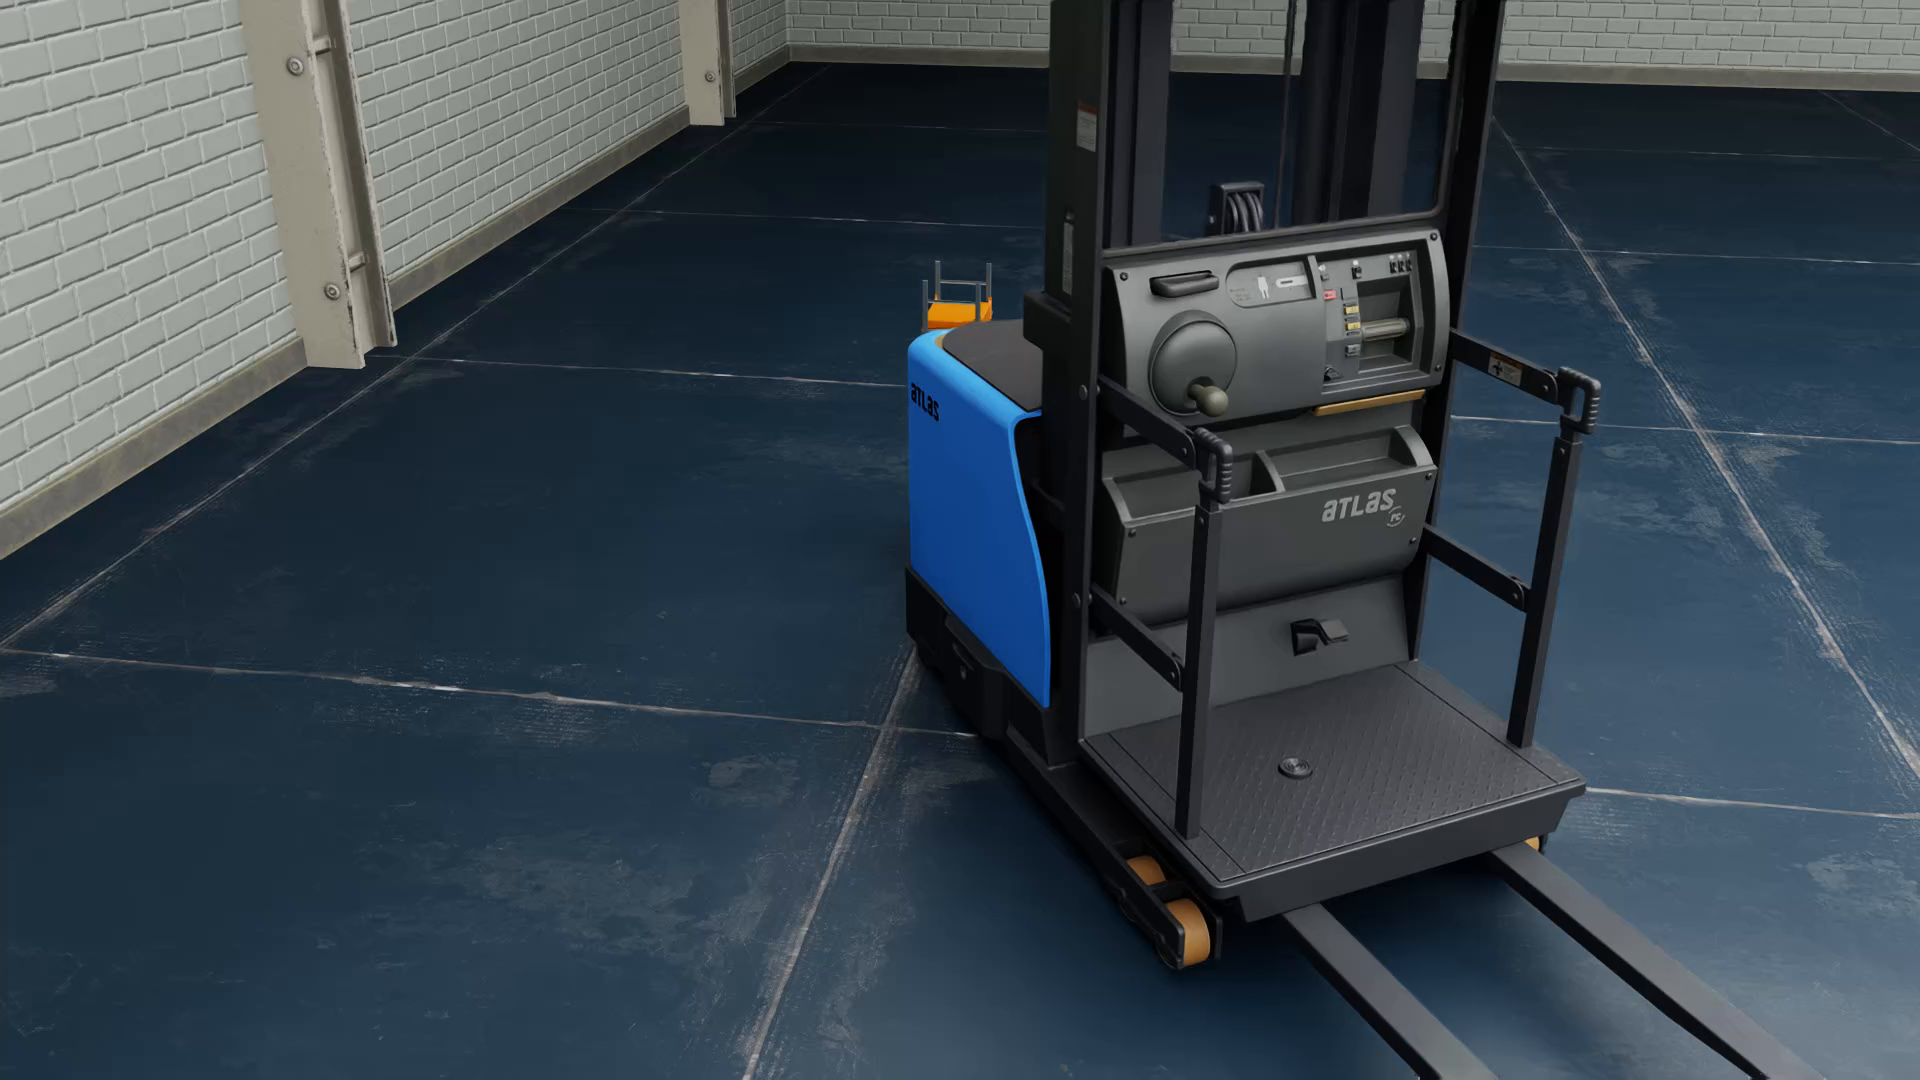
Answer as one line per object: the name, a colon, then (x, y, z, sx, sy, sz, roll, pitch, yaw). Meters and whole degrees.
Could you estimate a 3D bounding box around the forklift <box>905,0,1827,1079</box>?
forklift: (0.879, -0.497, 3.855, 1.130, 2.935, 3.031, -11, 27, -21)

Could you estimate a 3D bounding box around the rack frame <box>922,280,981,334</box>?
rack frame: (-0.029, -0.402, 5.871, 0.200, 1.050, 0.008, 4, 25, 9)

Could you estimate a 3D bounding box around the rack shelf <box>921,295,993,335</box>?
rack shelf: (-0.009, -0.701, 5.864, 0.215, 0.259, 0.240, 4, 25, 9)

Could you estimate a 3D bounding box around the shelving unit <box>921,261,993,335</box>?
shelving unit: (-0.009, -0.453, 5.980, 0.215, 1.050, 0.252, 4, 25, 9)

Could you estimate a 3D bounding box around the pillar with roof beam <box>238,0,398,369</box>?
pillar with roof beam: (1.238, -4.694, 5.663, 9.100, 9.000, 0.400, 4, 25, 9)

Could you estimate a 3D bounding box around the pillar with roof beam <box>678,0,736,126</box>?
pillar with roof beam: (2.219, -7.203, 11.024, 9.100, 9.000, 0.400, 4, 25, 9)

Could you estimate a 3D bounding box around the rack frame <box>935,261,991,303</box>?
rack frame: (0.011, -0.504, 6.089, 0.200, 1.050, 0.008, 4, 25, 9)
